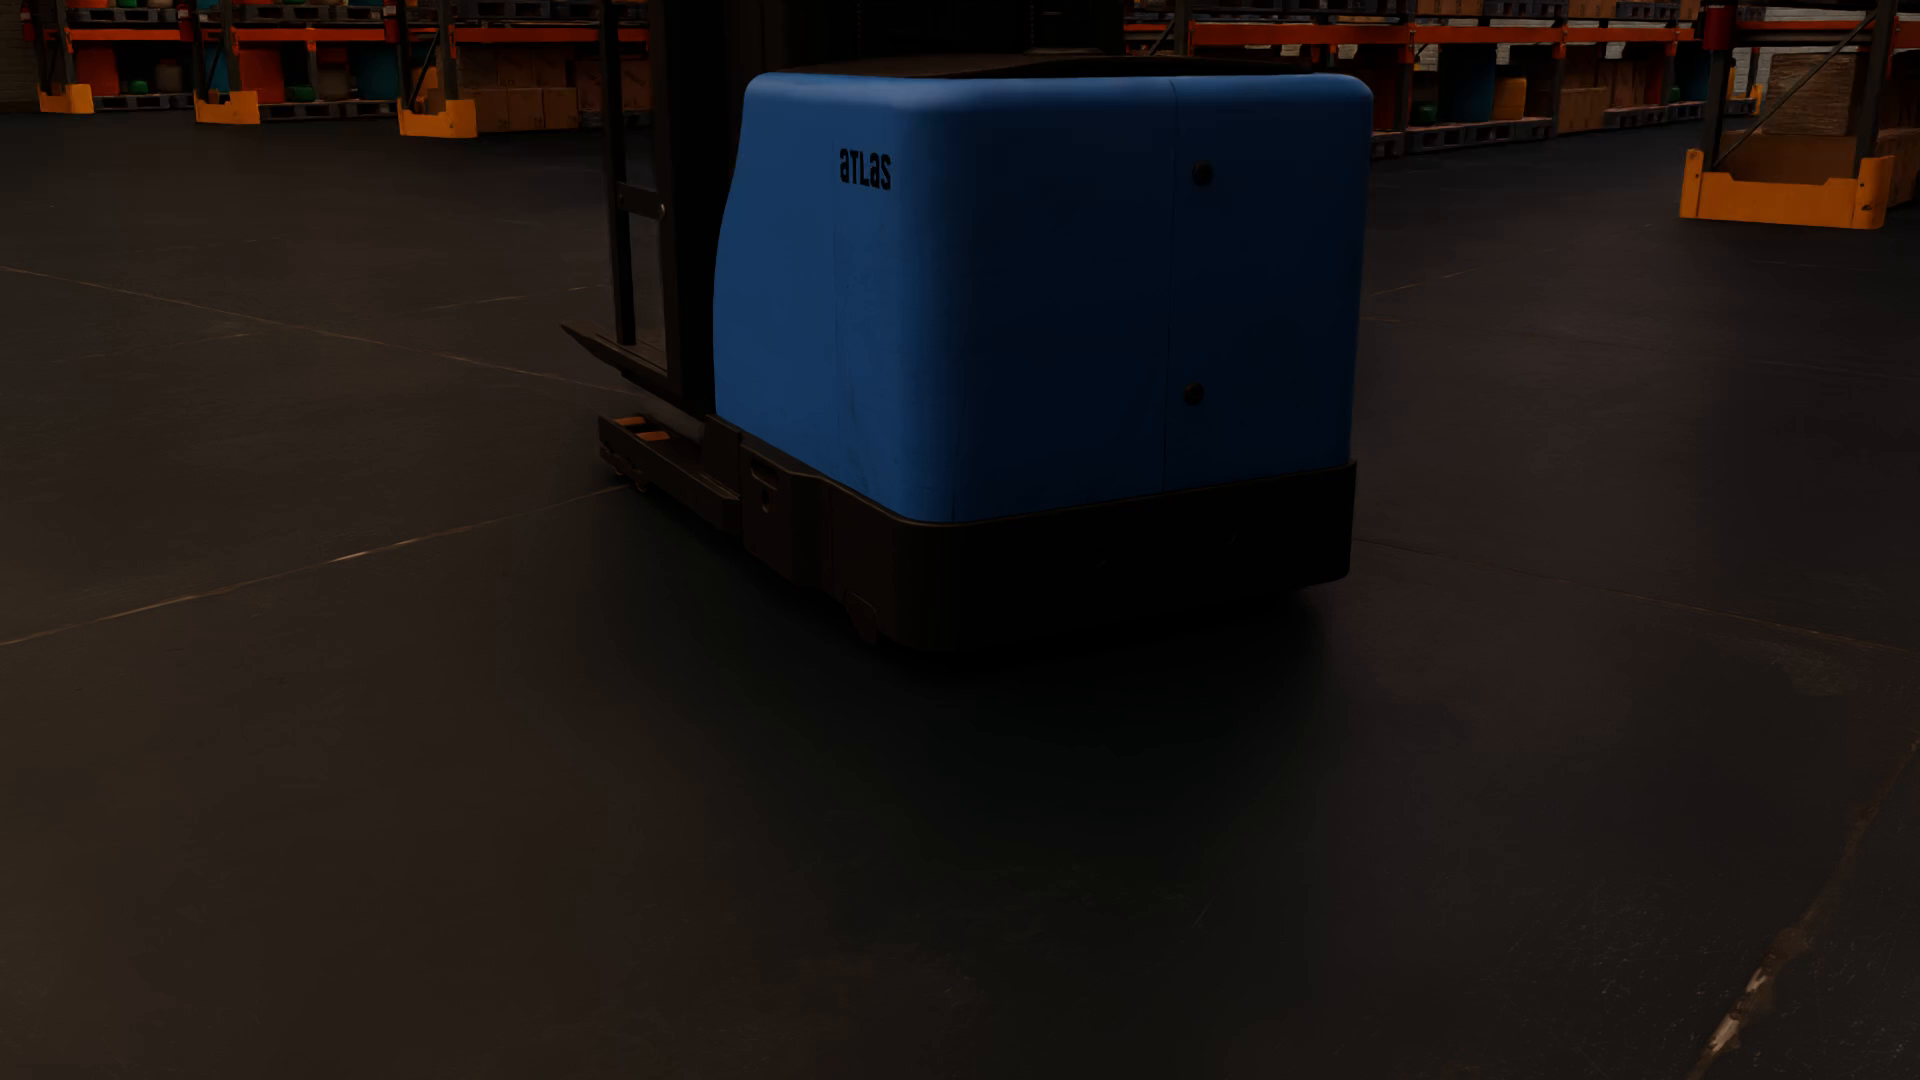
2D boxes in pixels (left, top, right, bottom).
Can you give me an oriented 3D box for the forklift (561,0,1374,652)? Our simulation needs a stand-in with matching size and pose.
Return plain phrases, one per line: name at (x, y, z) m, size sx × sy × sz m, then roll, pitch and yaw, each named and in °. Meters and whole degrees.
forklift at (-0.324, -1.578, 4.094) m, size 1.130 × 2.935 × 3.031 m, roll -9°, pitch 19°, yaw -27°
